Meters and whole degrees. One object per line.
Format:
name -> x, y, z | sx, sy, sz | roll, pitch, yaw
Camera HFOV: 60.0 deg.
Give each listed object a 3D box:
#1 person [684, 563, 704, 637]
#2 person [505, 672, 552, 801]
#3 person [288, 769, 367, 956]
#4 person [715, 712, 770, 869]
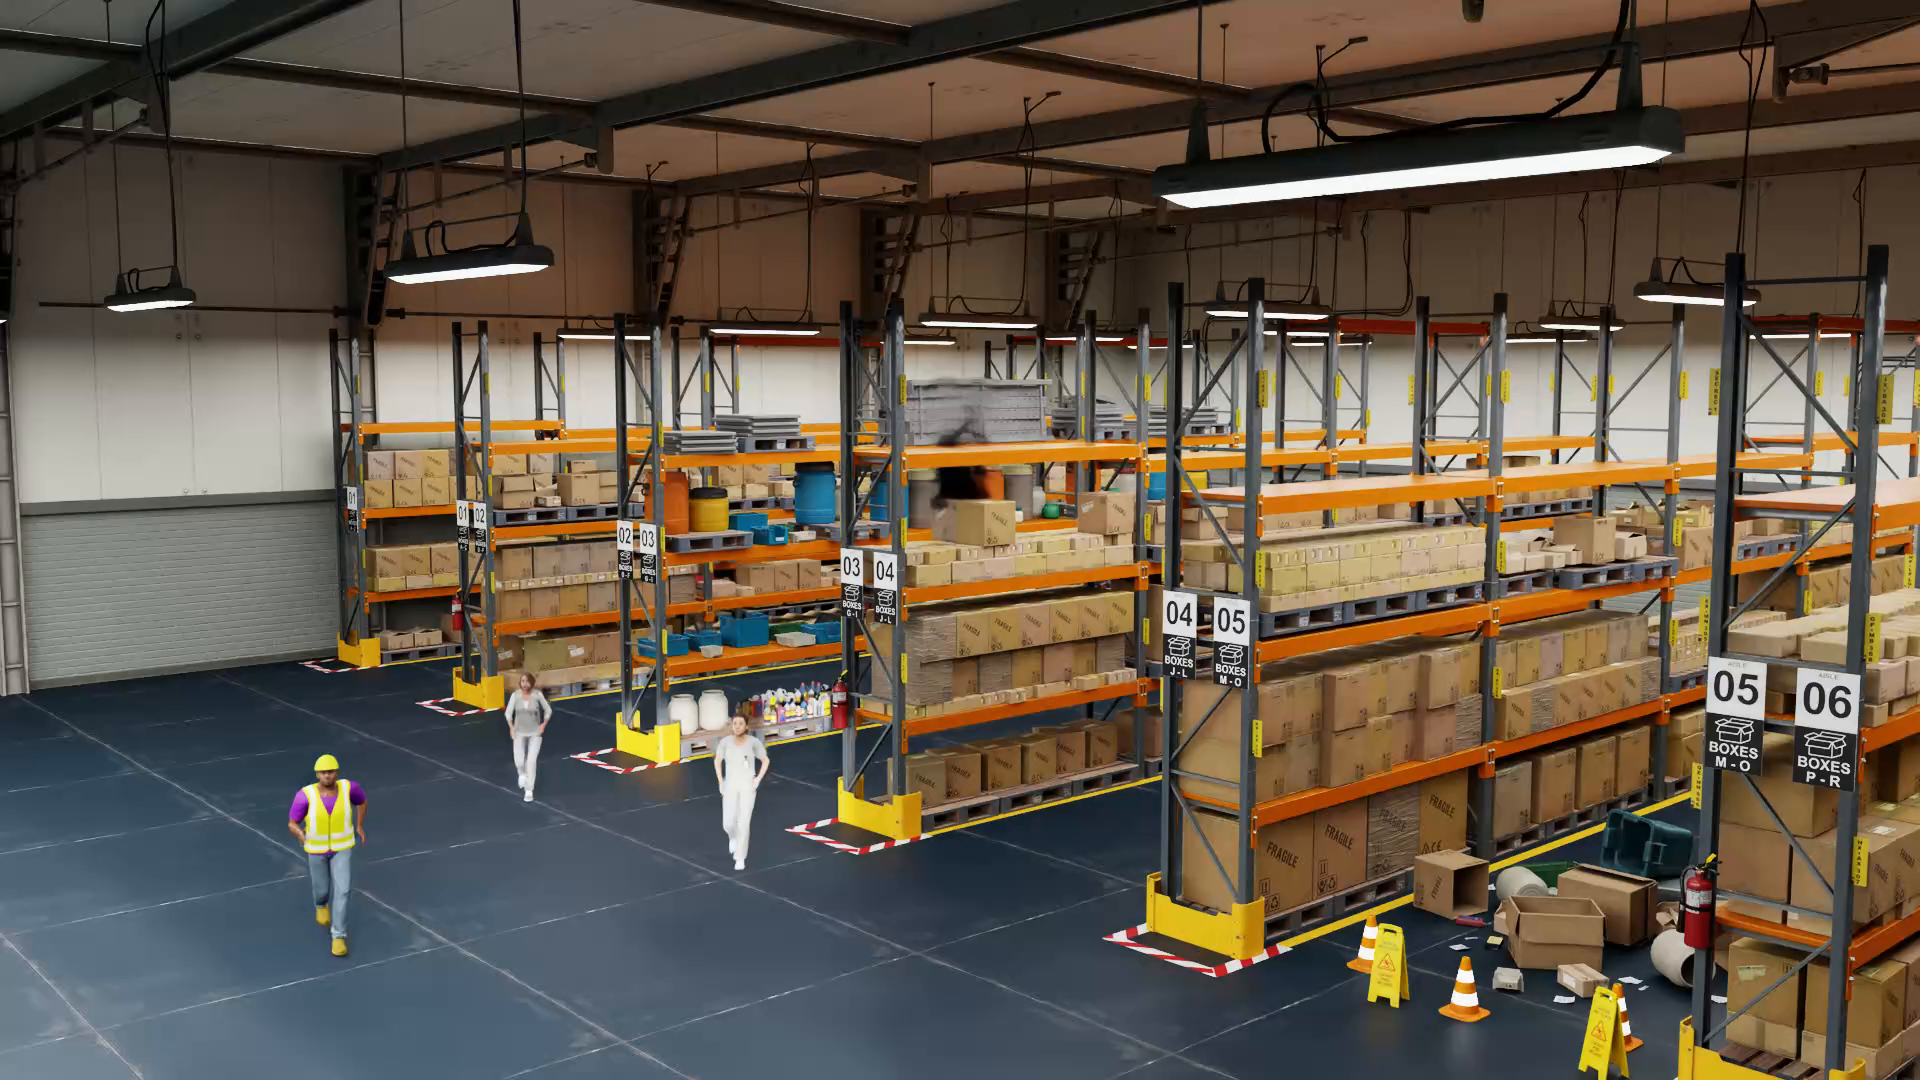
person -> -4.927, 1.244, 30.788 | 0.662, 1.716, 0.989 | 6, 8, 44
person -> -5.279, 2.385, 20.372 | 0.559, 1.574, 0.511 | -1, 6, -10
person -> -5.724, 2.816, 15.105 | 0.681, 1.717, 0.924 | -2, 6, -23
person -> -2.303, 2.621, 17.597 | 0.583, 1.642, 0.563 | 0, 6, -1
